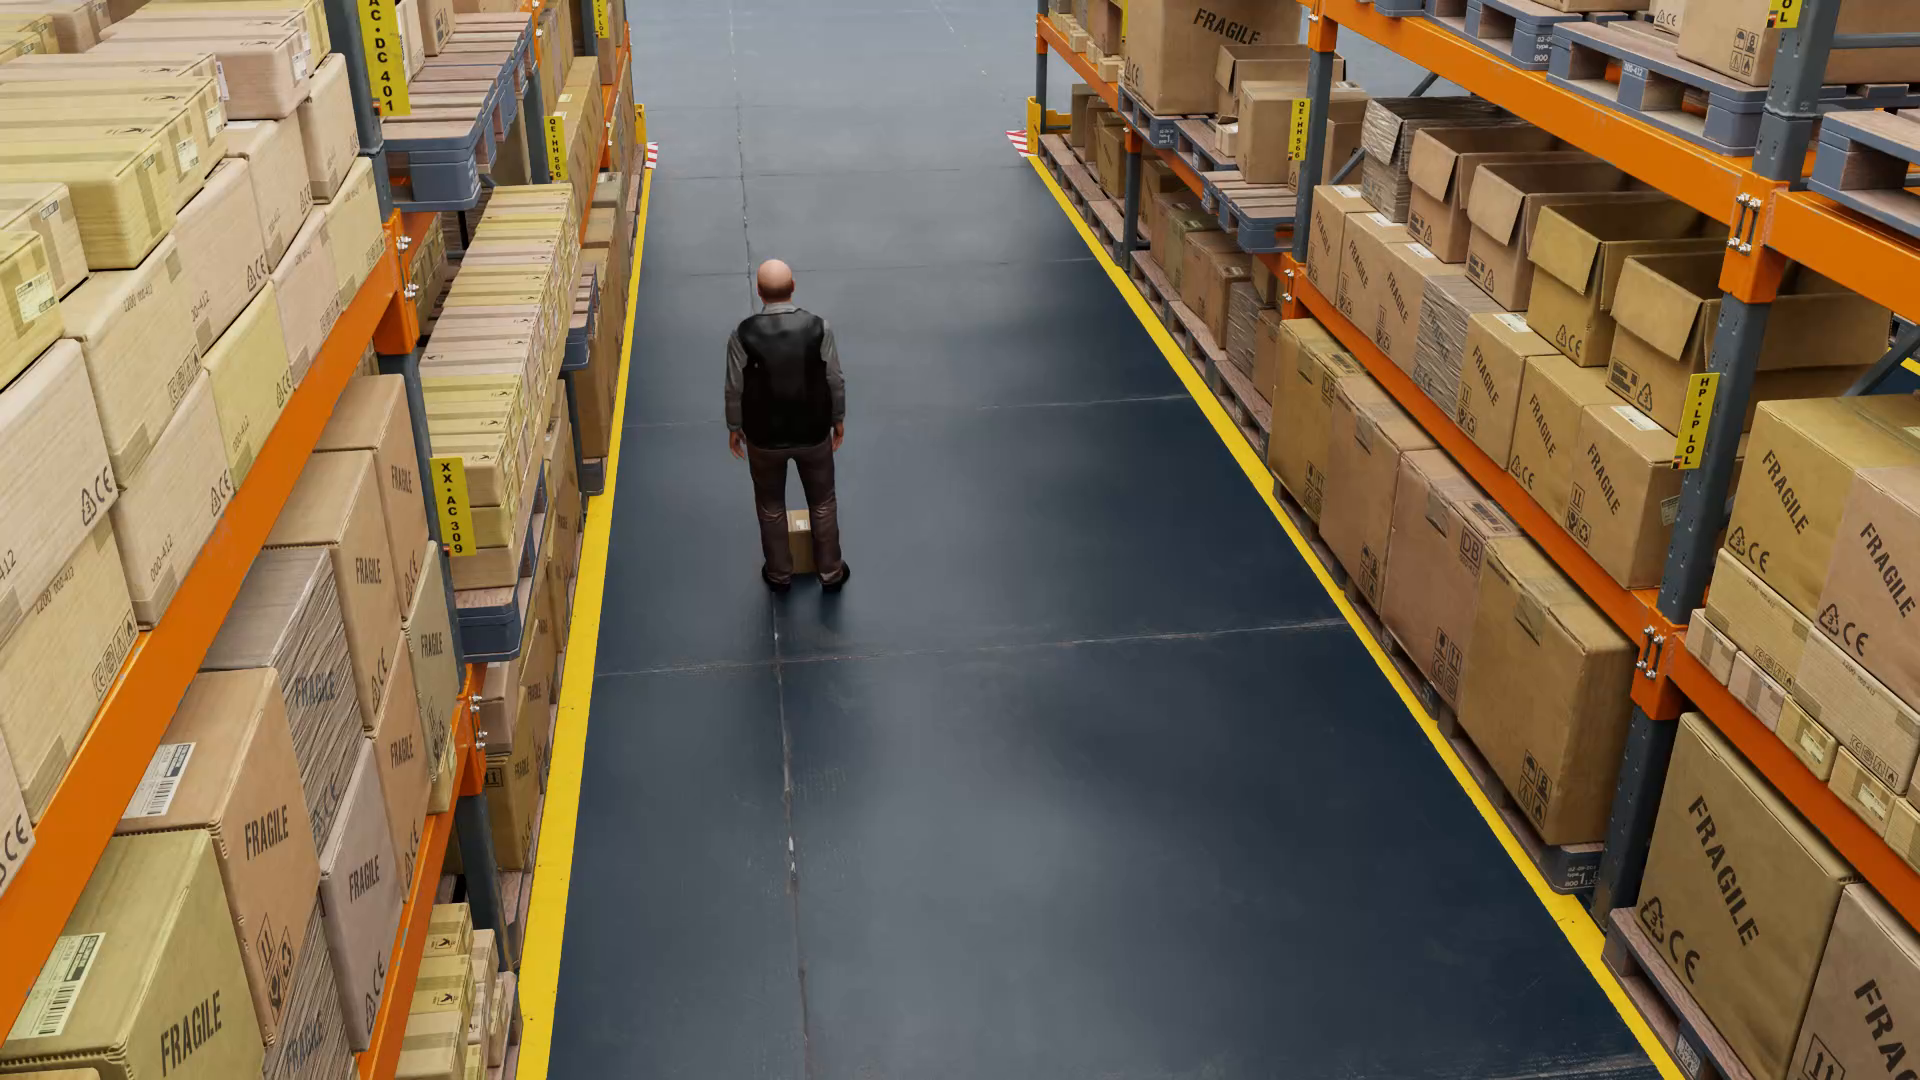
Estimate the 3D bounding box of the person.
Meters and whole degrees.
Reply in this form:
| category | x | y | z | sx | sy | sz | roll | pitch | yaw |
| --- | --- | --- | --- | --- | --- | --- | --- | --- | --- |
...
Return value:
| category | x | y | z | sx | sy | sz | roll | pitch | yaw |
| --- | --- | --- | --- | --- | --- | --- | --- | --- | --- |
| person | -0.850 | -0.530 | 8.185 | 0.592 | 1.722 | 0.466 | -5 | 27 | -9 |
